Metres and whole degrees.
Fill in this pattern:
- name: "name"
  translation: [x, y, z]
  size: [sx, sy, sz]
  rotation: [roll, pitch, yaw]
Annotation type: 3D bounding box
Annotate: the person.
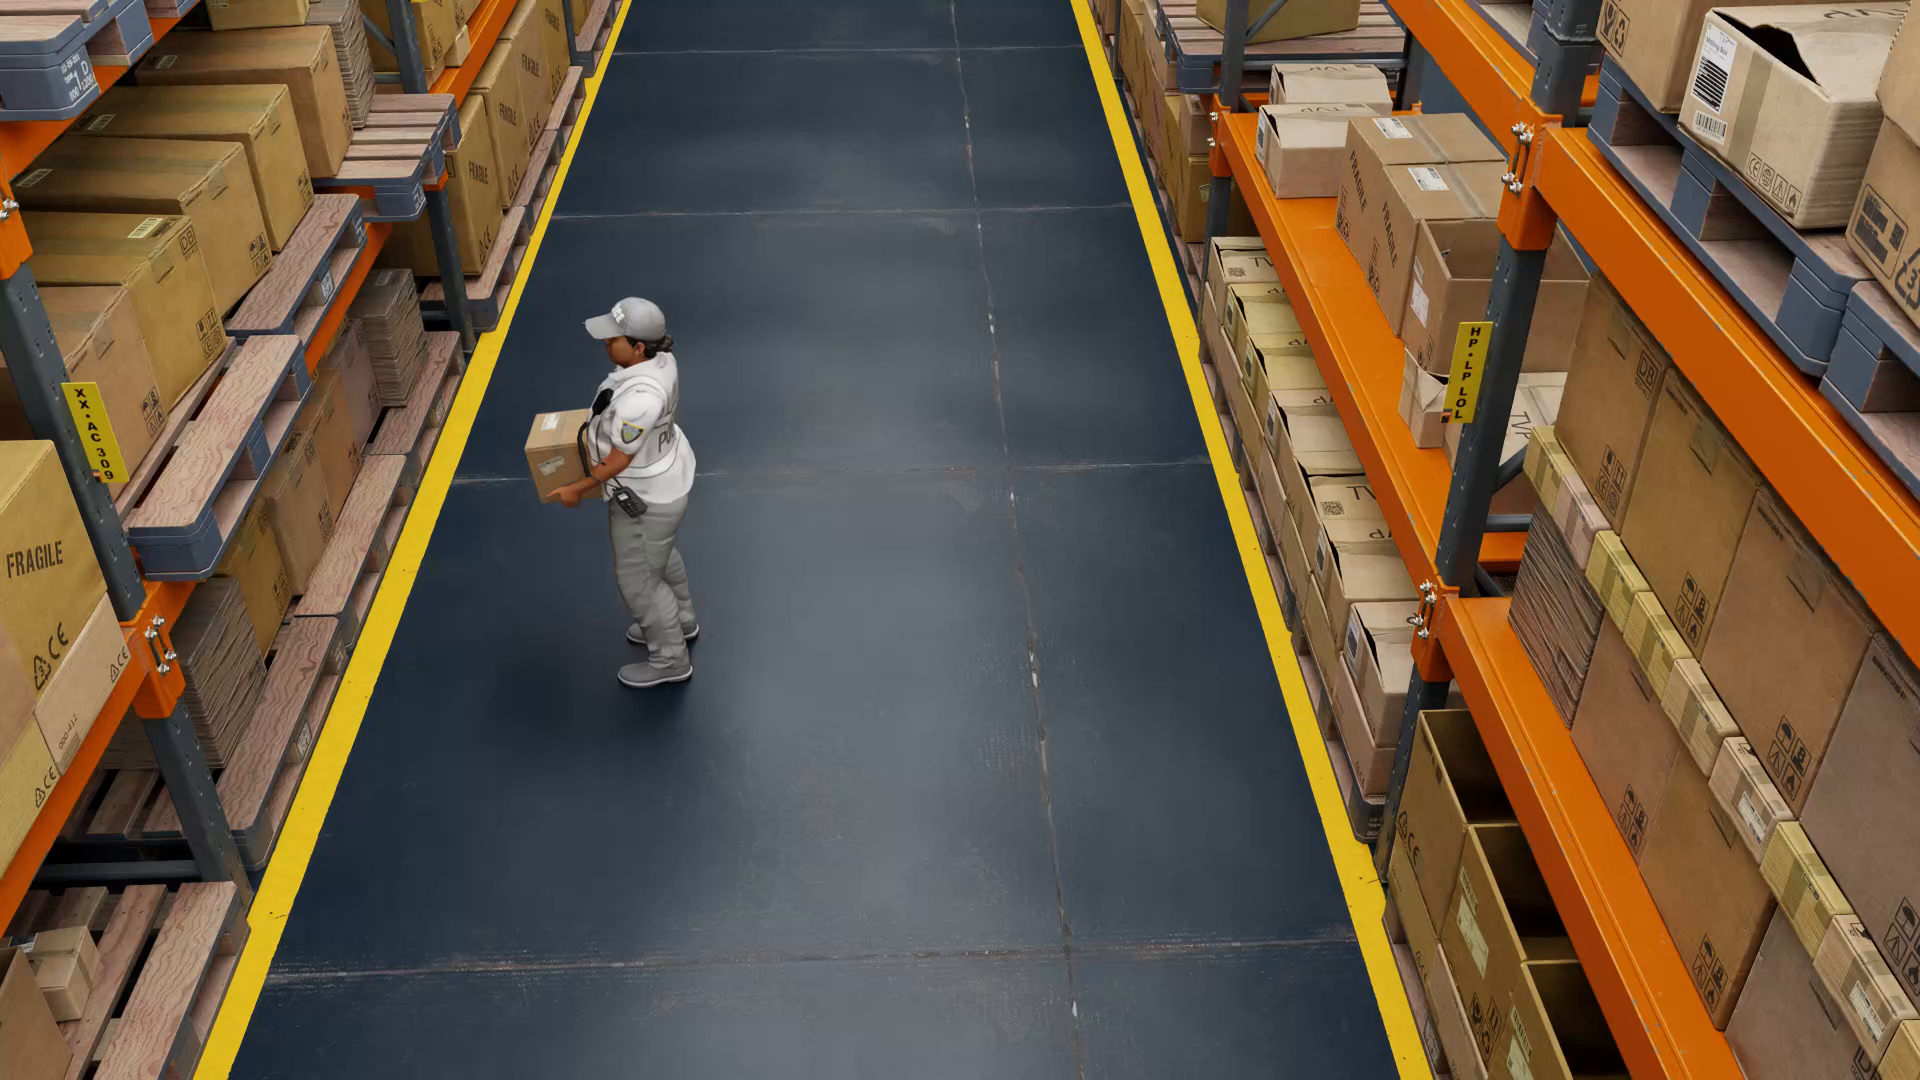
- name: "person"
  translation: [-1.289, -0.187, 6.416]
  size: [0.541, 1.656, 0.455]
  rotation: [-1, 35, -1]
